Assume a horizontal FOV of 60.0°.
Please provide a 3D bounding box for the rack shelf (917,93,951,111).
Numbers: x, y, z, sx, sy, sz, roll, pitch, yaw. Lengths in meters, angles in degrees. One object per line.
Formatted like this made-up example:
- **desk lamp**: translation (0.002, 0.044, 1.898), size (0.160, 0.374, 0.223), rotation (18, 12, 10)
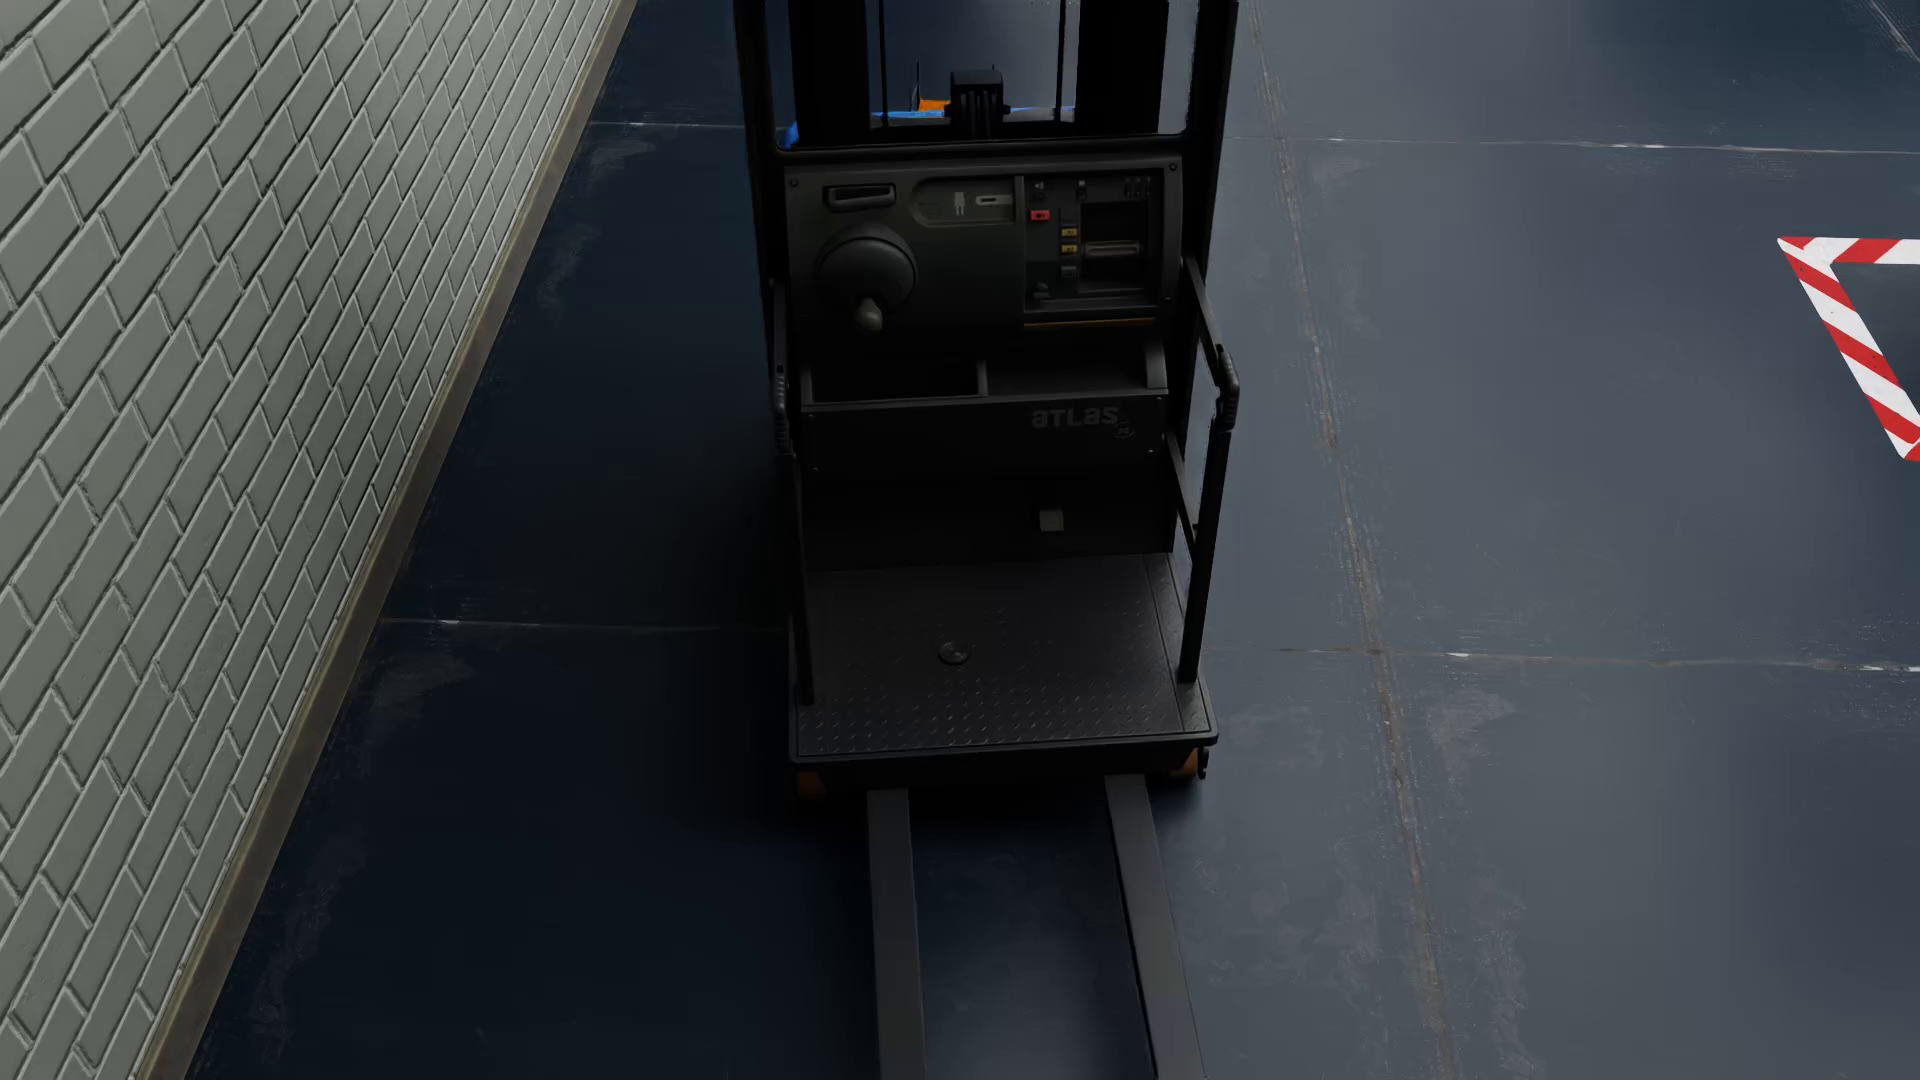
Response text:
- **rack shelf**: translation (-0.028, -1.297, 5.461), size (0.240, 0.259, 0.215), rotation (5, 38, 5)

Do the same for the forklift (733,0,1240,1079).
- **forklift**: translation (0.078, -0.609, 3.754), size (1.130, 2.935, 3.031), rotation (-3, 43, -3)

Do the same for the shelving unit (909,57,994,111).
- **shelving unit**: translation (-0.031, -1.083, 5.630), size (0.252, 1.050, 0.215), rotation (5, 38, 5)

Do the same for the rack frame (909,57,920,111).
- **rack frame**: translation (-0.152, -1.092, 5.640), size (0.008, 1.050, 0.200), rotation (5, 38, 5)

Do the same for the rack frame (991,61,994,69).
- **rack frame**: translation (0.091, -1.073, 5.620), size (0.008, 1.050, 0.200), rotation (5, 38, 5)
